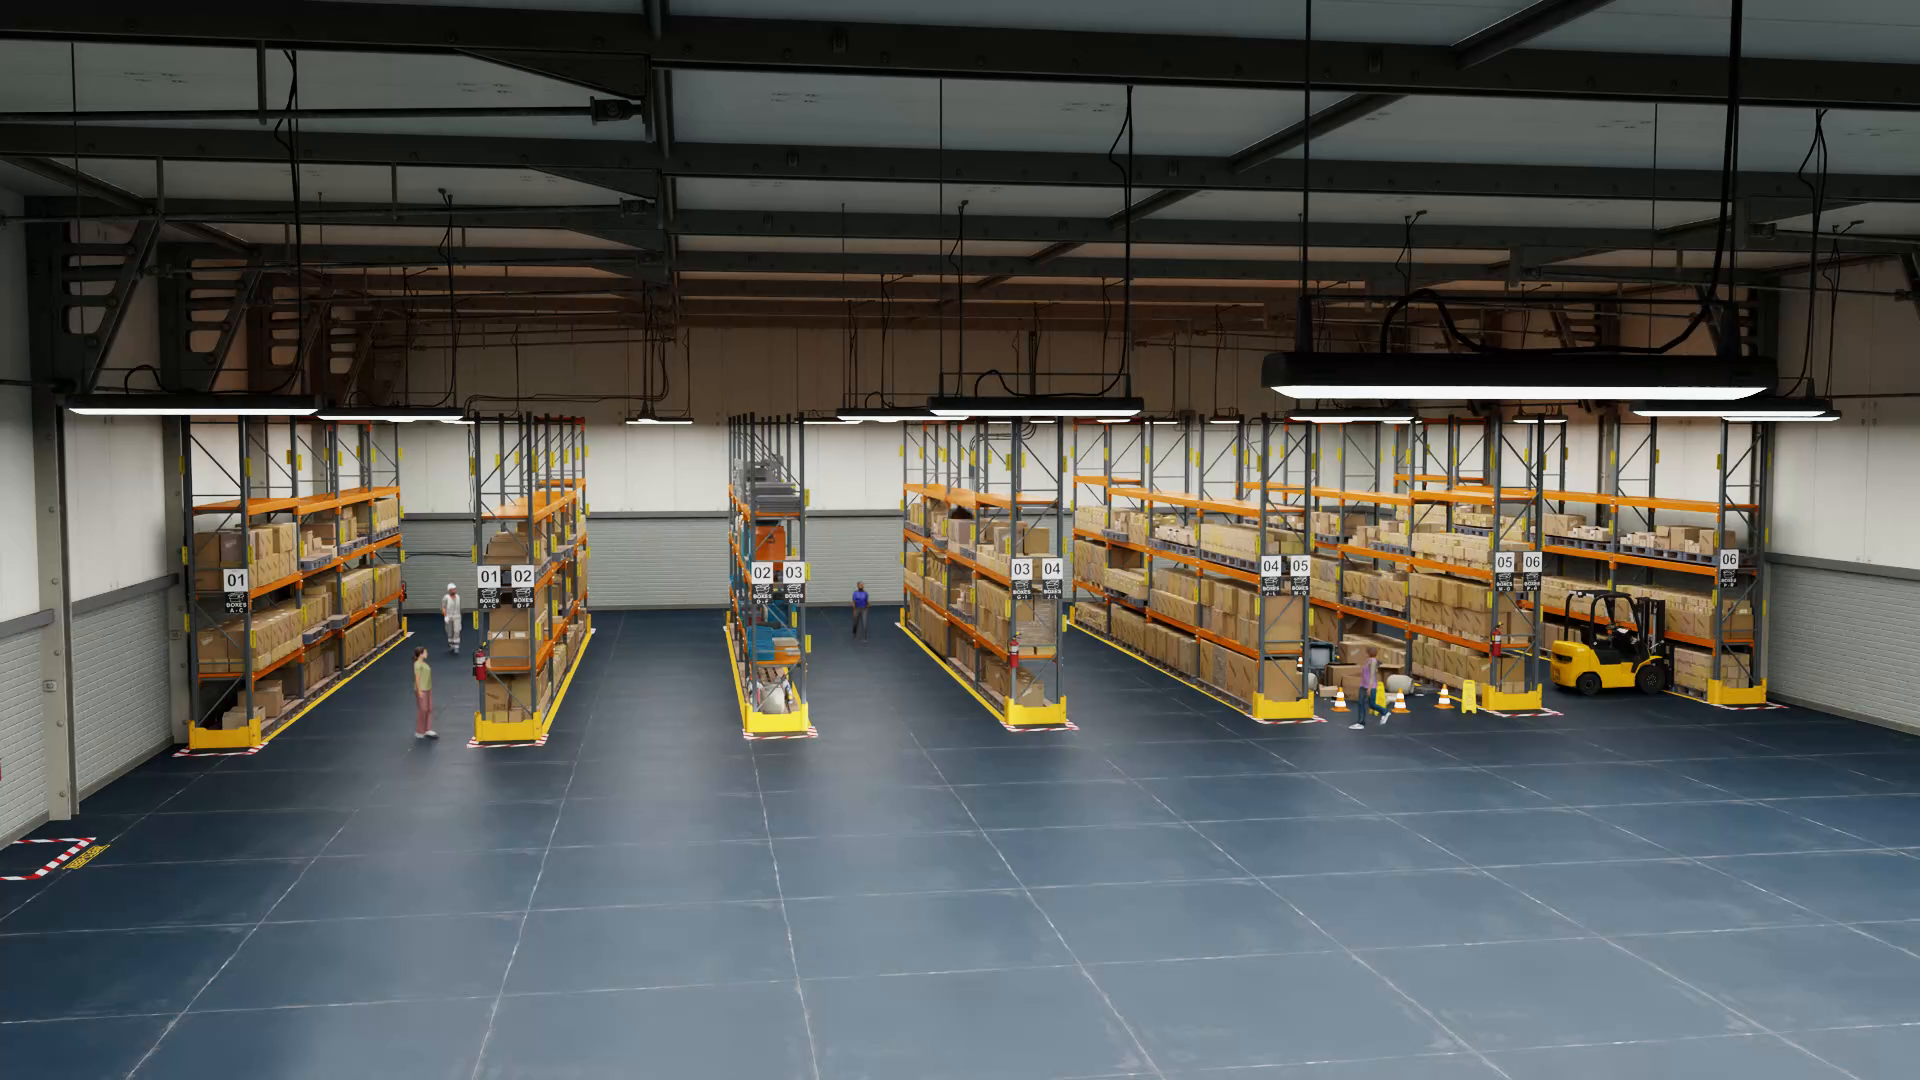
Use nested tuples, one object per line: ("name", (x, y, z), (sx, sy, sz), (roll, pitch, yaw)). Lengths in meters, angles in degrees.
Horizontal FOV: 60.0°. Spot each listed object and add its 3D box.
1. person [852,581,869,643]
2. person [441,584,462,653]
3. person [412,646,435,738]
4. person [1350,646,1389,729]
("person", (-2.629, 1.901, 44.135), (0.450, 1.619, 0.665), (-1, 4, -11))
("person", (-12.844, 1.972, 41.995), (0.473, 1.718, 1.061), (-1, 4, -11))
("person", (-9.950, 2.833, 30.853), (0.398, 1.737, 0.520), (1, 4, 8))
("person", (7.783, 2.788, 31.504), (0.760, 1.575, 0.401), (-2, 5, -32))
